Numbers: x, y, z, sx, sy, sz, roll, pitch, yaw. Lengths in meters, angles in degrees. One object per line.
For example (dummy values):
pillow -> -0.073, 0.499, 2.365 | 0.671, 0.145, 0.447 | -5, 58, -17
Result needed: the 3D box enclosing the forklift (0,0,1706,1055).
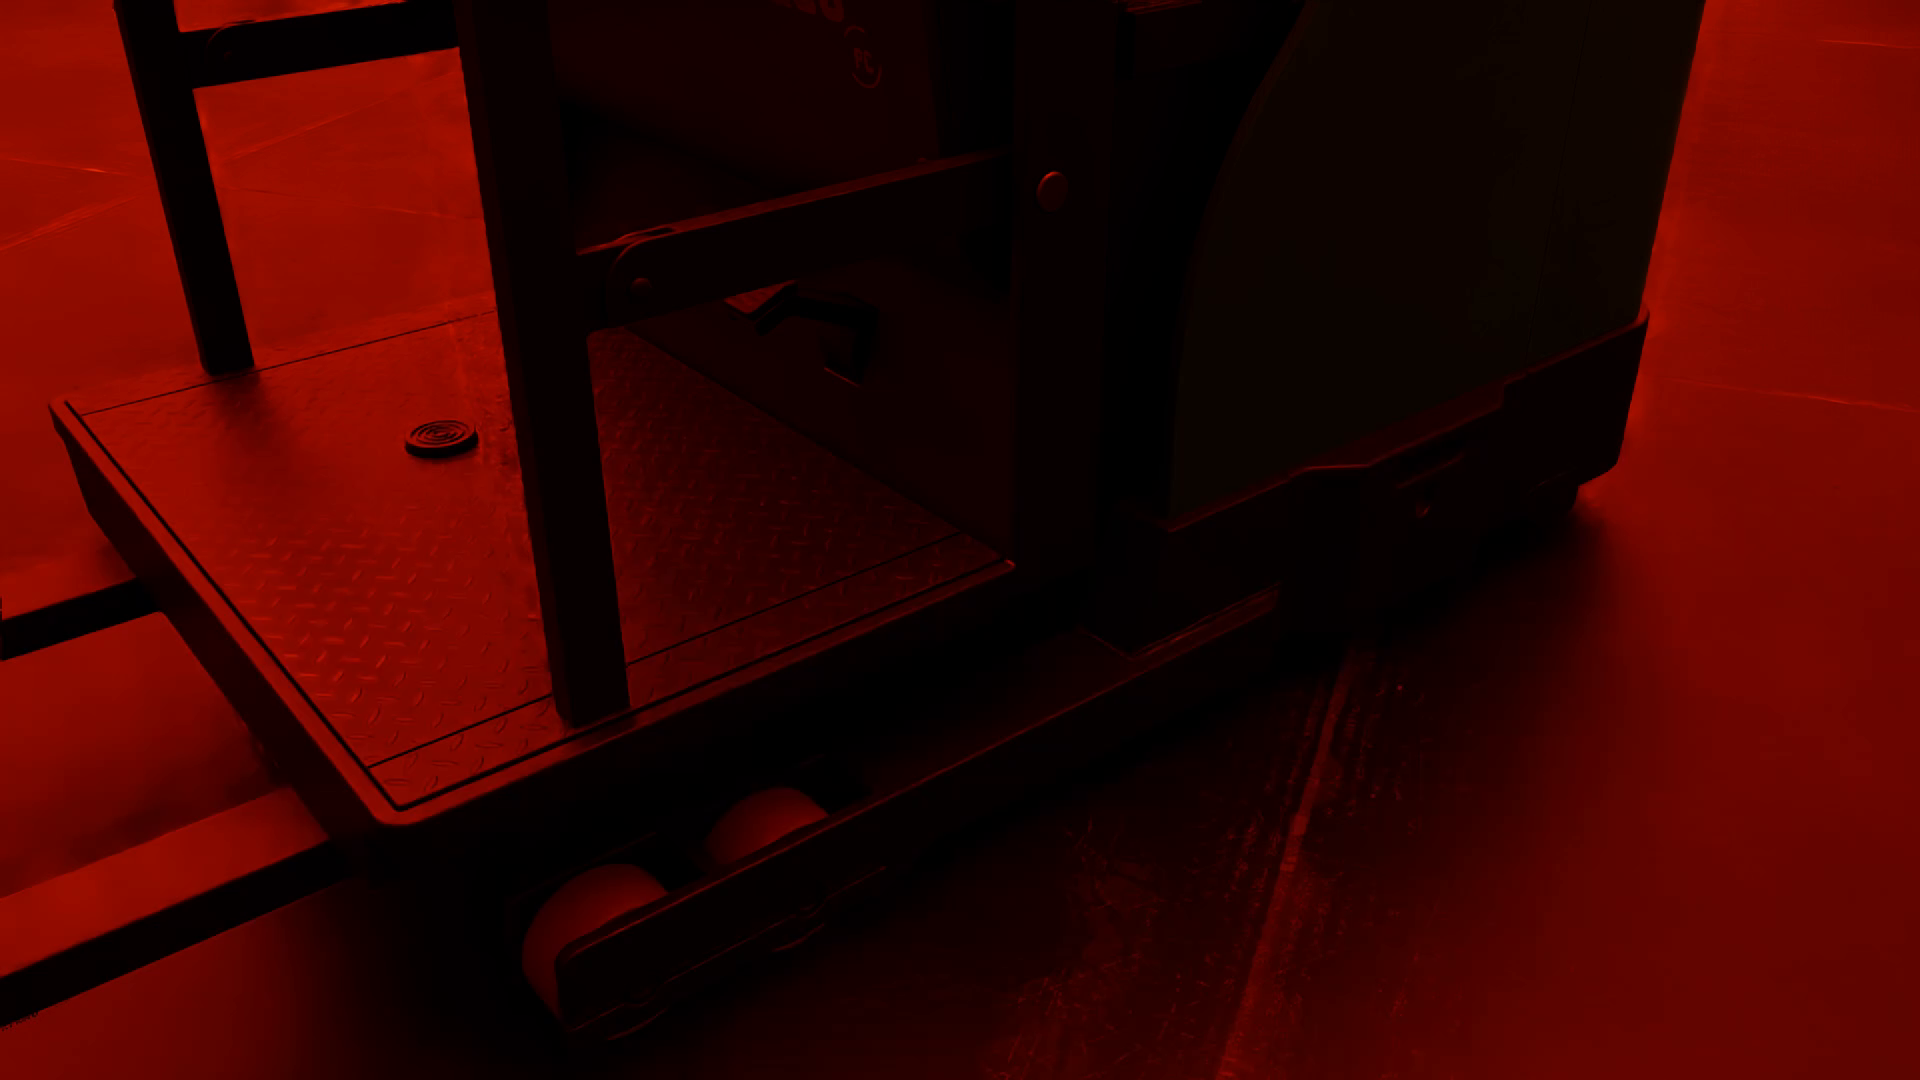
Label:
forklift -> -0.437, -1.080, 1.434 | 3.031, 2.935, 1.130 | -22, 36, -33
